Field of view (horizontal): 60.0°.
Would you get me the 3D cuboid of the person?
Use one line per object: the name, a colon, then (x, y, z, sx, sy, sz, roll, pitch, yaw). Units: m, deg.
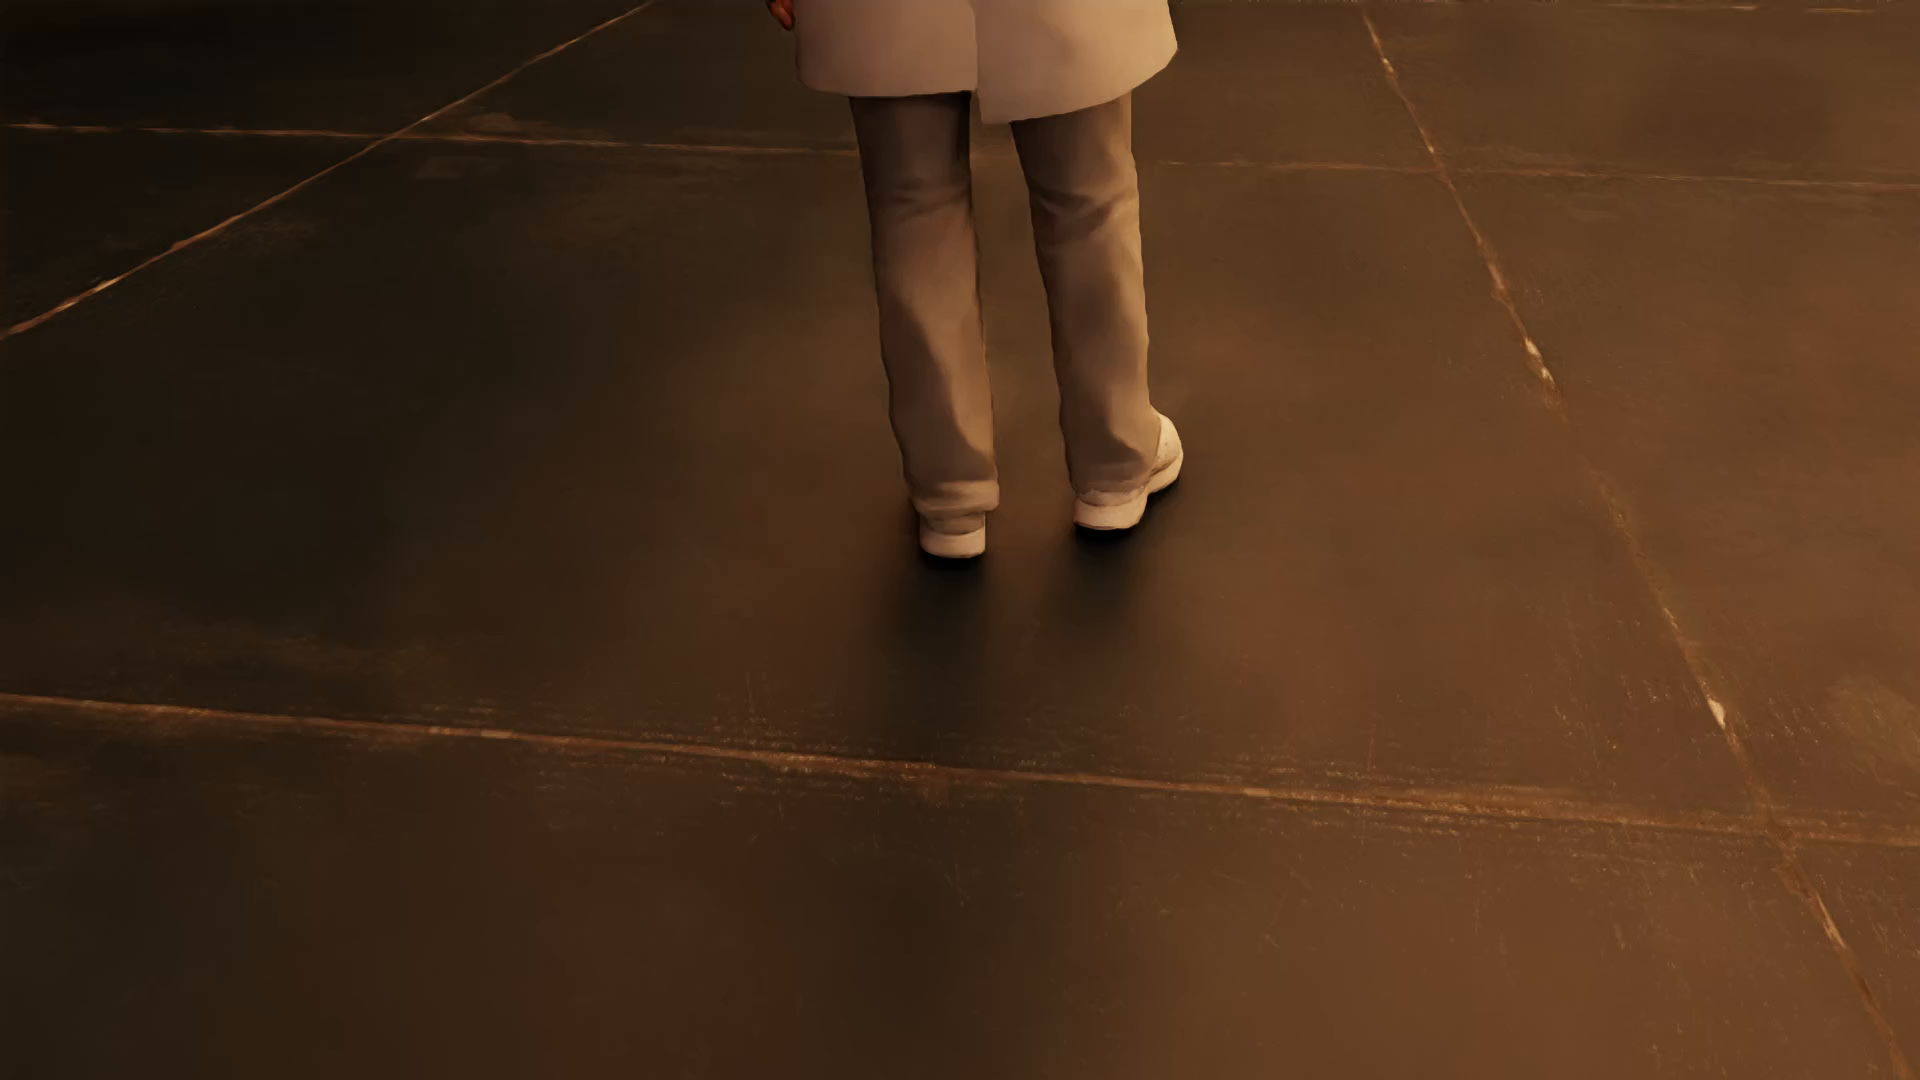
person: (0.017, -0.843, 2.182, 0.694, 1.776, 0.574, 3, 27, 7)
